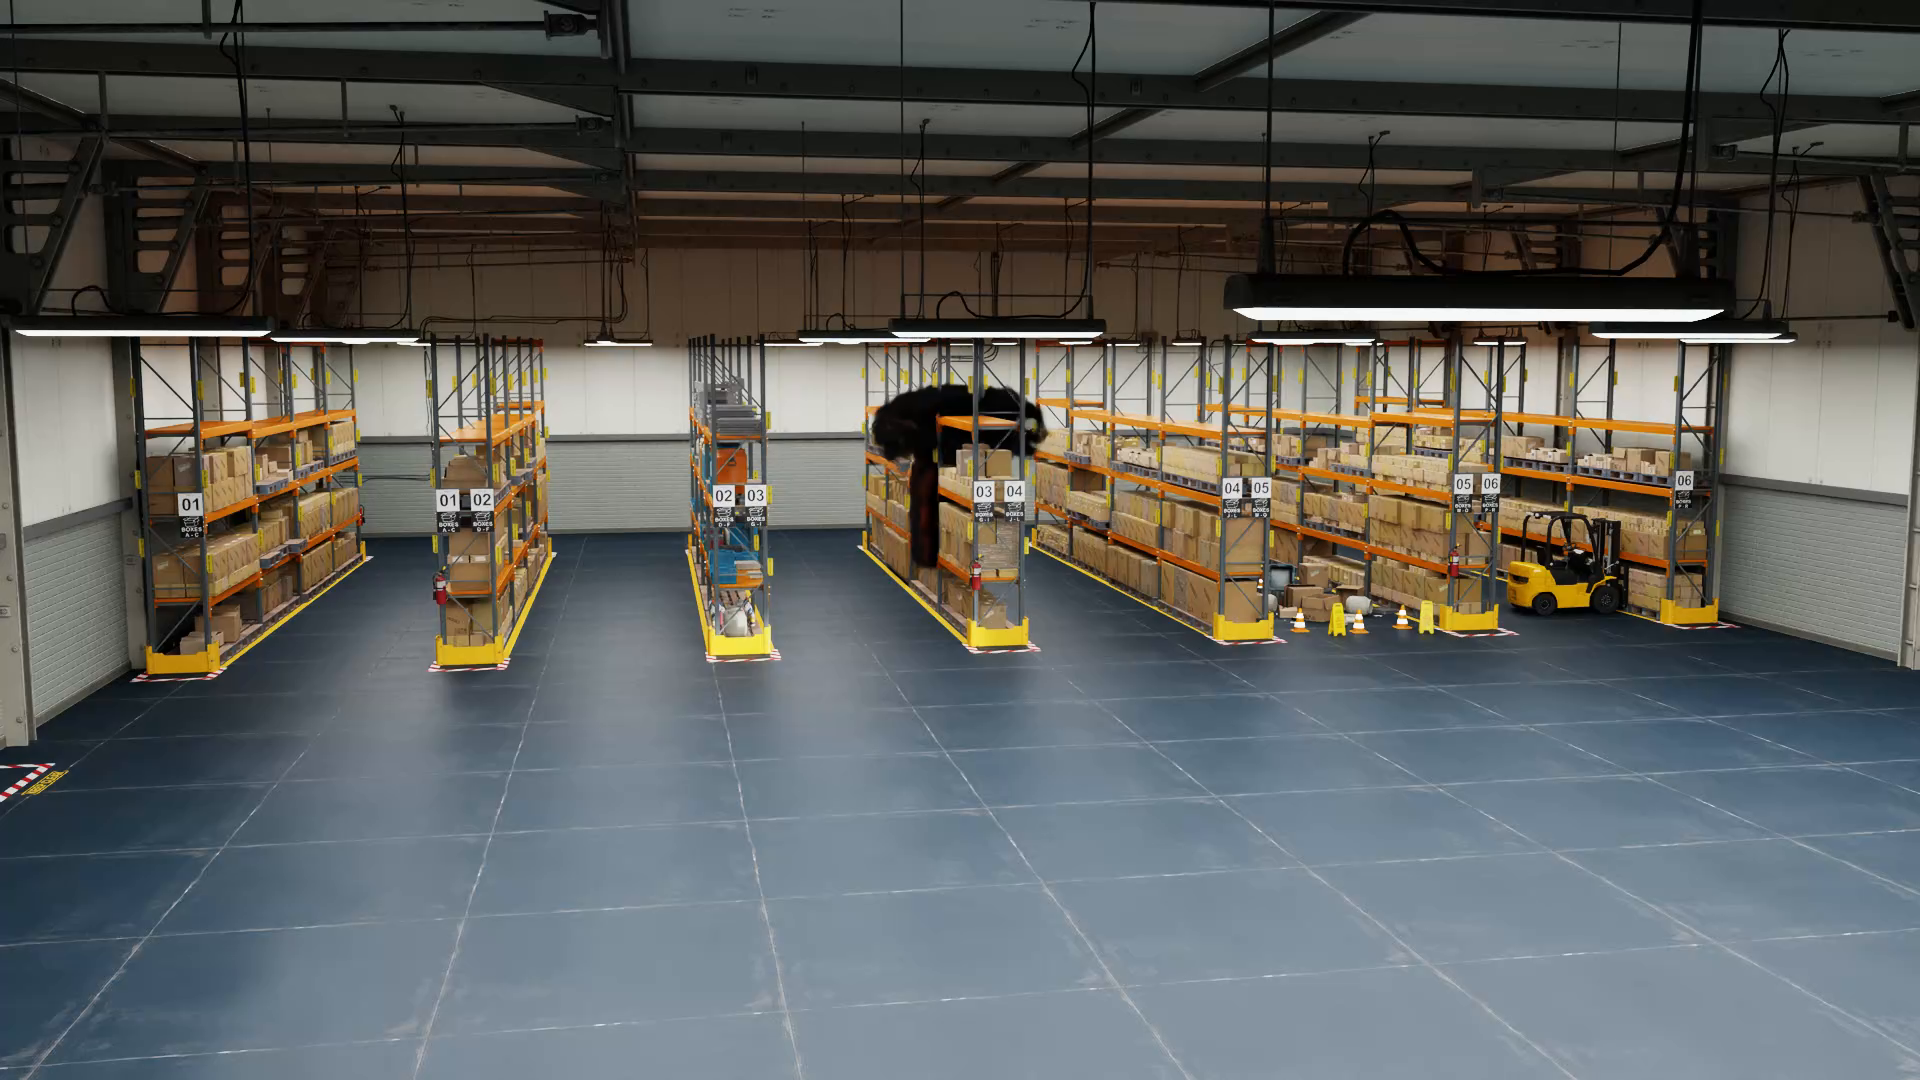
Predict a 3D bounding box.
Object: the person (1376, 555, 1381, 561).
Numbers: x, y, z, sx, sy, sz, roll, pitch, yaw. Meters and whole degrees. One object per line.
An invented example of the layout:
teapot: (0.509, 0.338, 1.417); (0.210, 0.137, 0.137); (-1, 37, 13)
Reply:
person: (10.619, 0.148, 41.261); (0.670, 1.767, 0.968); (-2, 7, -15)

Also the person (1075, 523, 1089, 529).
person: (3.645, -0.761, 49.486); (0.922, 1.637, 0.686); (5, 8, 38)

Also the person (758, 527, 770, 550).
person: (-5.972, -0.587, 47.566); (0.984, 1.807, 0.726); (5, 8, 36)
